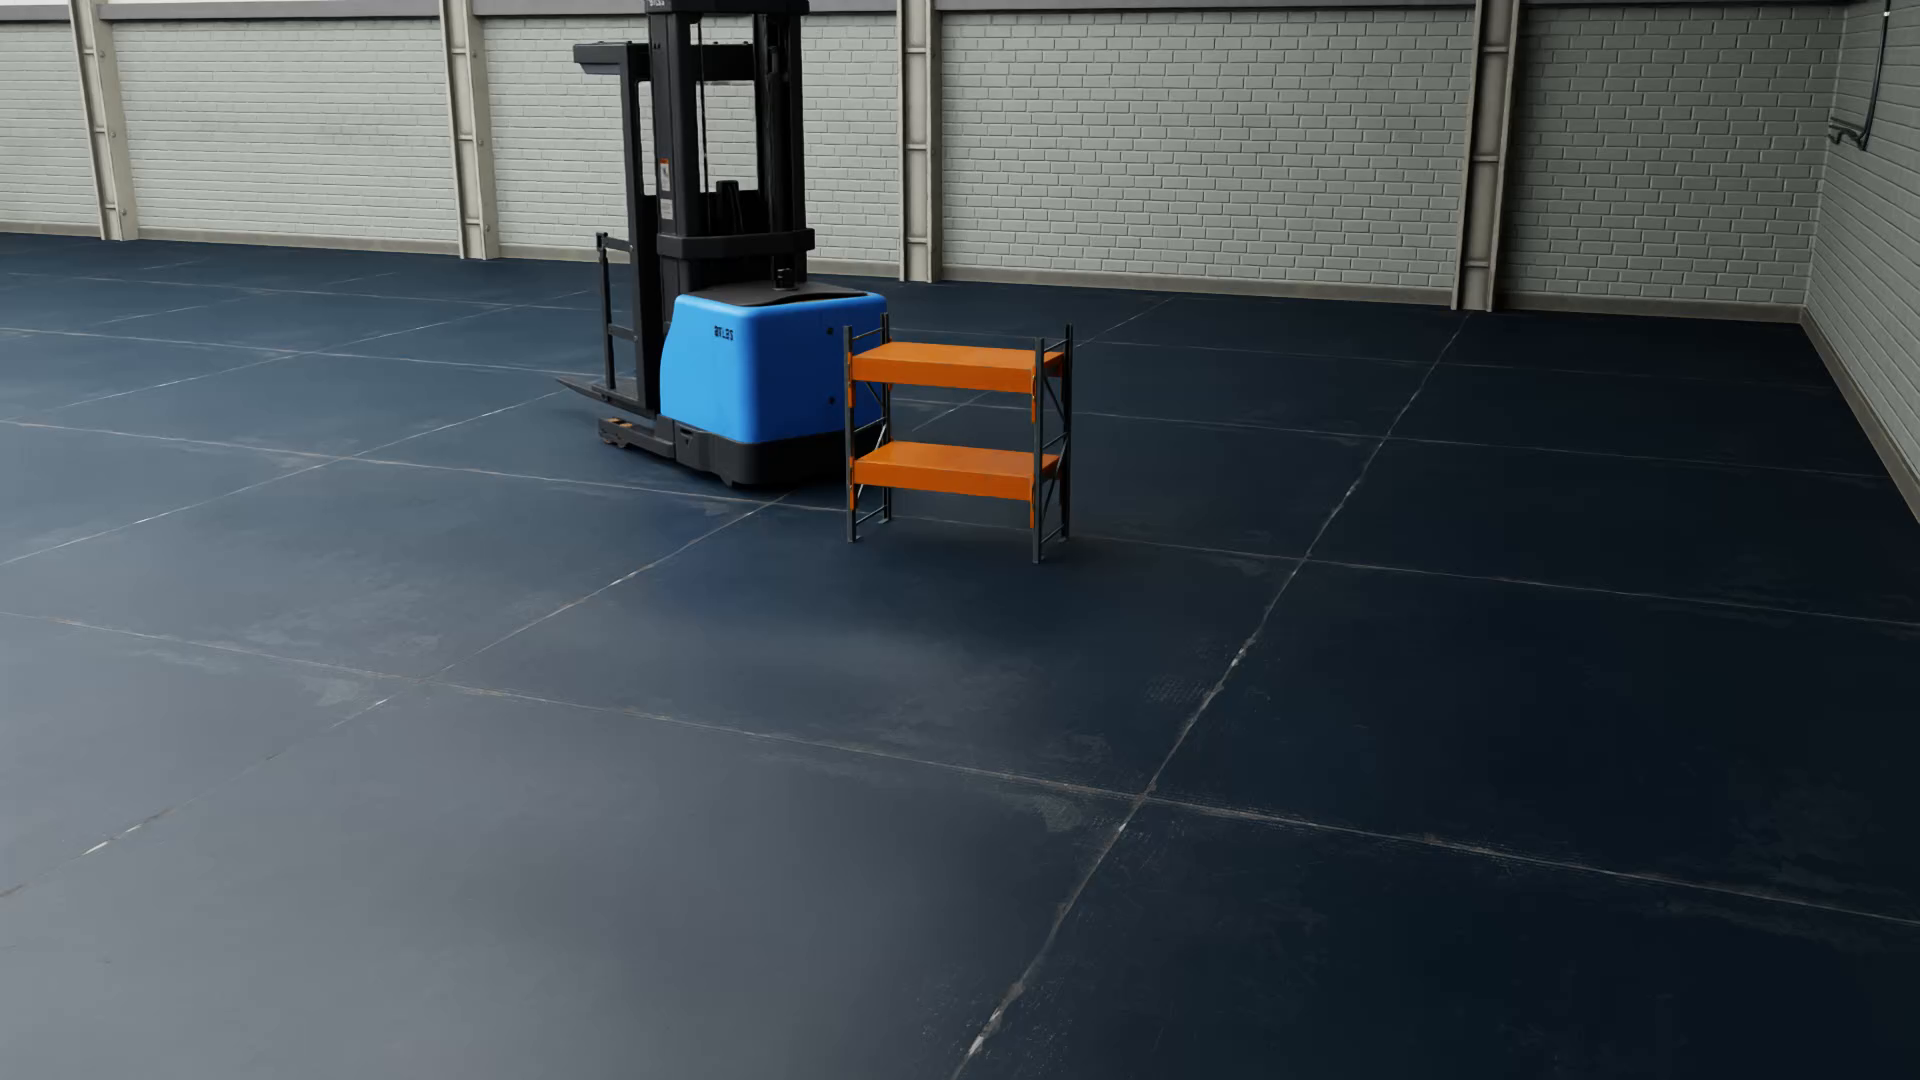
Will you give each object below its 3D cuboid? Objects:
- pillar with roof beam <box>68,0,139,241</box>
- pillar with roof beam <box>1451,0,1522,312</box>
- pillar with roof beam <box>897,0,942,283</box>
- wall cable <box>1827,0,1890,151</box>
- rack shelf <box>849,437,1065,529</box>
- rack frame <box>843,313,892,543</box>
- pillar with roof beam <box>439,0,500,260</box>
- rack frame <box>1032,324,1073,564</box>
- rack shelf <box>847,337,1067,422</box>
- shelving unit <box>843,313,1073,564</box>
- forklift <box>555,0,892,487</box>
[{"bbox_3d":[-13.185,-7.366,17.905,0.400,9.000,9.100,6,17,21],"label":"pillar with roof beam"},{"bbox_3d":[3.560,-5.524,11.562,0.400,9.000,9.100,6,17,21],"label":"pillar with roof beam"},{"bbox_3d":[-2.022,-6.138,13.677,0.400,9.000,9.100,6,17,21],"label":"pillar with roof beam"},{"bbox_3d":[7.395,-4.505,13.622,0.112,2.526,3.097,6,17,21],"label":"wall cable"},{"bbox_3d":[-0.006,-0.306,8.587,1.000,0.278,0.538,6,17,21],"label":"rack shelf"},{"bbox_3d":[-0.479,-0.593,8.698,0.032,1.125,0.500,6,17,21],"label":"rack frame"},{"bbox_3d":[-7.603,-6.752,15.791,0.400,9.000,9.100,6,17,21],"label":"pillar with roof beam"},{"bbox_3d":[0.467,-0.489,8.340,0.032,1.125,0.500,6,17,21],"label":"rack frame"},{"bbox_3d":[-0.006,-0.822,8.438,1.000,0.278,0.538,6,17,21],"label":"rack shelf"},{"bbox_3d":[-0.006,-0.541,8.519,1.048,1.125,0.538,6,17,21],"label":"shelving unit"},{"bbox_3d":[-1.703,-2.067,10.535,1.130,2.935,3.031,-12,20,-35],"label":"forklift"}]
